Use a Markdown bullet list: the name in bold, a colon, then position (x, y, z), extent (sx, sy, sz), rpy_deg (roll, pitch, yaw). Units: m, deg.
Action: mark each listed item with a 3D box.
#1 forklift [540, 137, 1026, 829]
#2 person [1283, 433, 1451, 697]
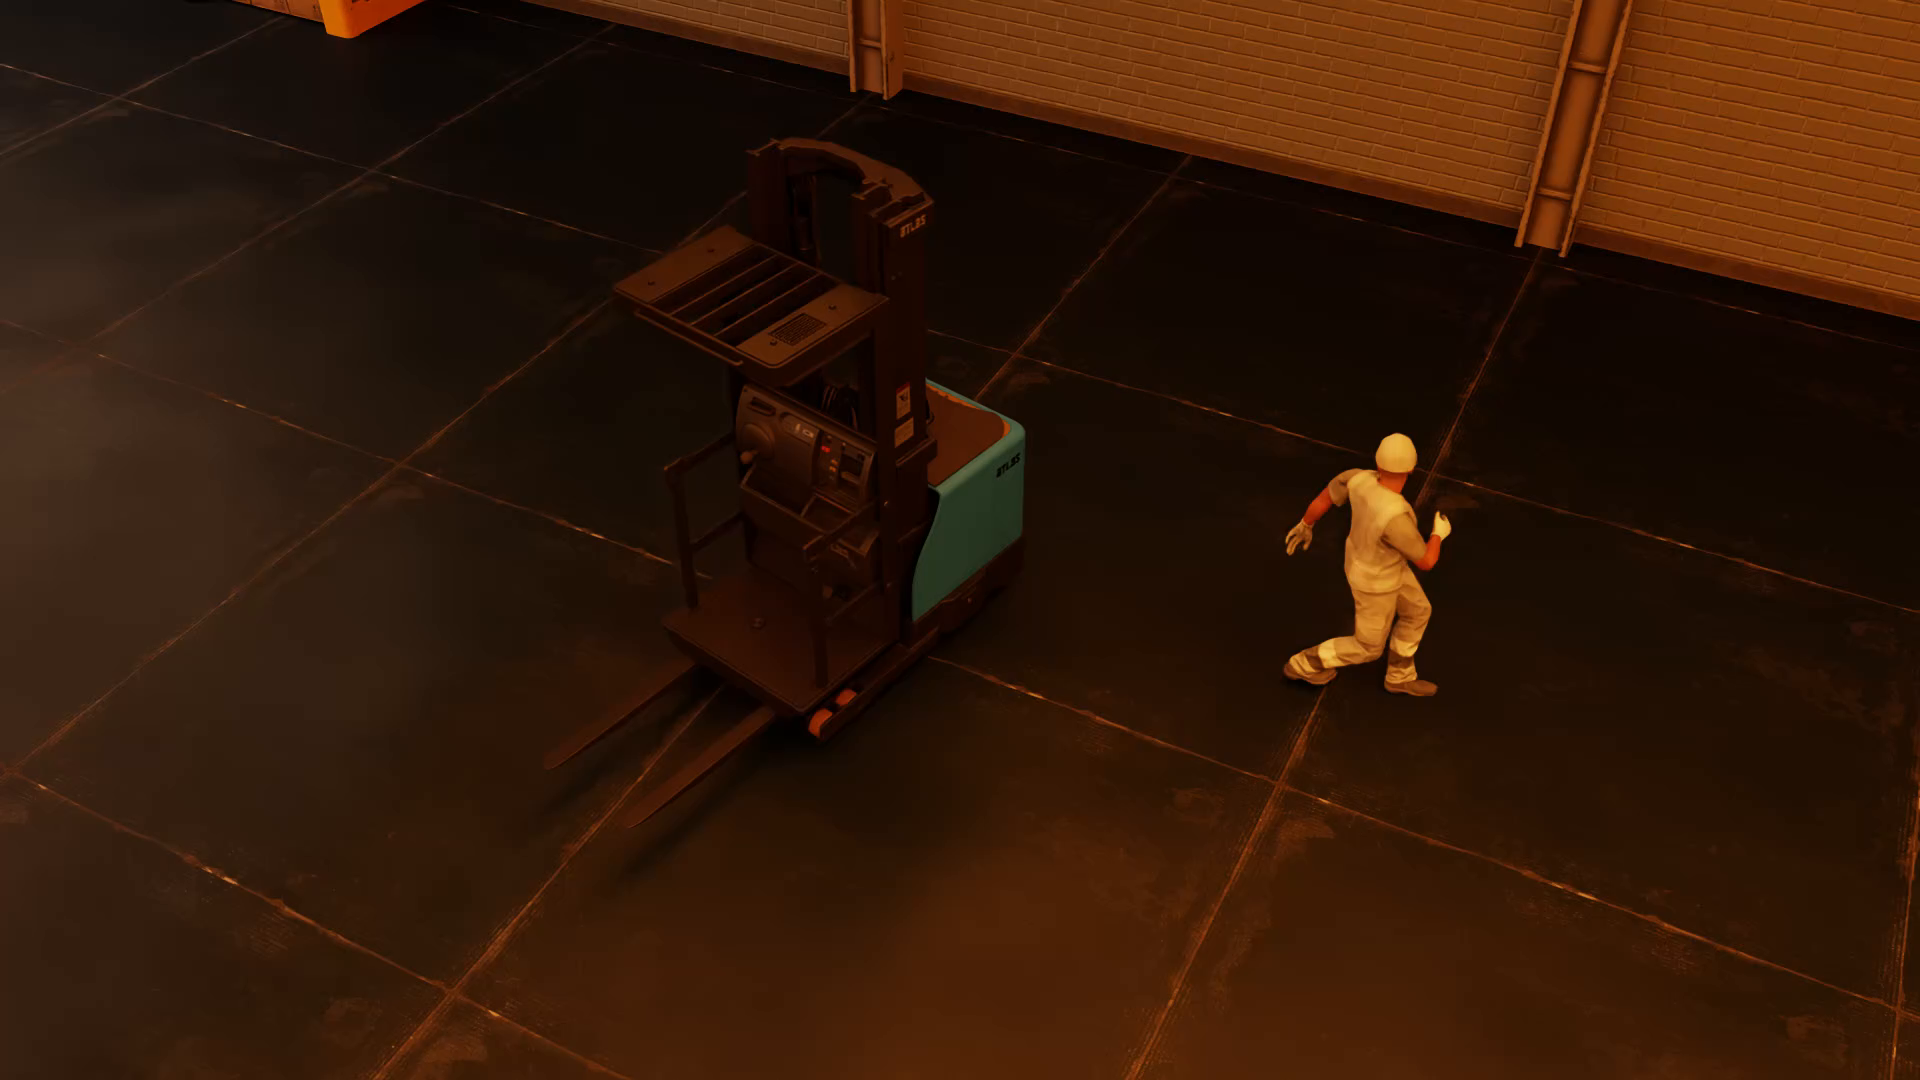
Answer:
- **forklift**: position (-0.939, -0.410, 8.473), extent (1.130, 2.935, 3.031), rpy_deg (28, 47, 29)
- **person**: position (2.201, 0.158, 8.785), extent (0.937, 1.700, 0.569), rpy_deg (4, 40, 4)
